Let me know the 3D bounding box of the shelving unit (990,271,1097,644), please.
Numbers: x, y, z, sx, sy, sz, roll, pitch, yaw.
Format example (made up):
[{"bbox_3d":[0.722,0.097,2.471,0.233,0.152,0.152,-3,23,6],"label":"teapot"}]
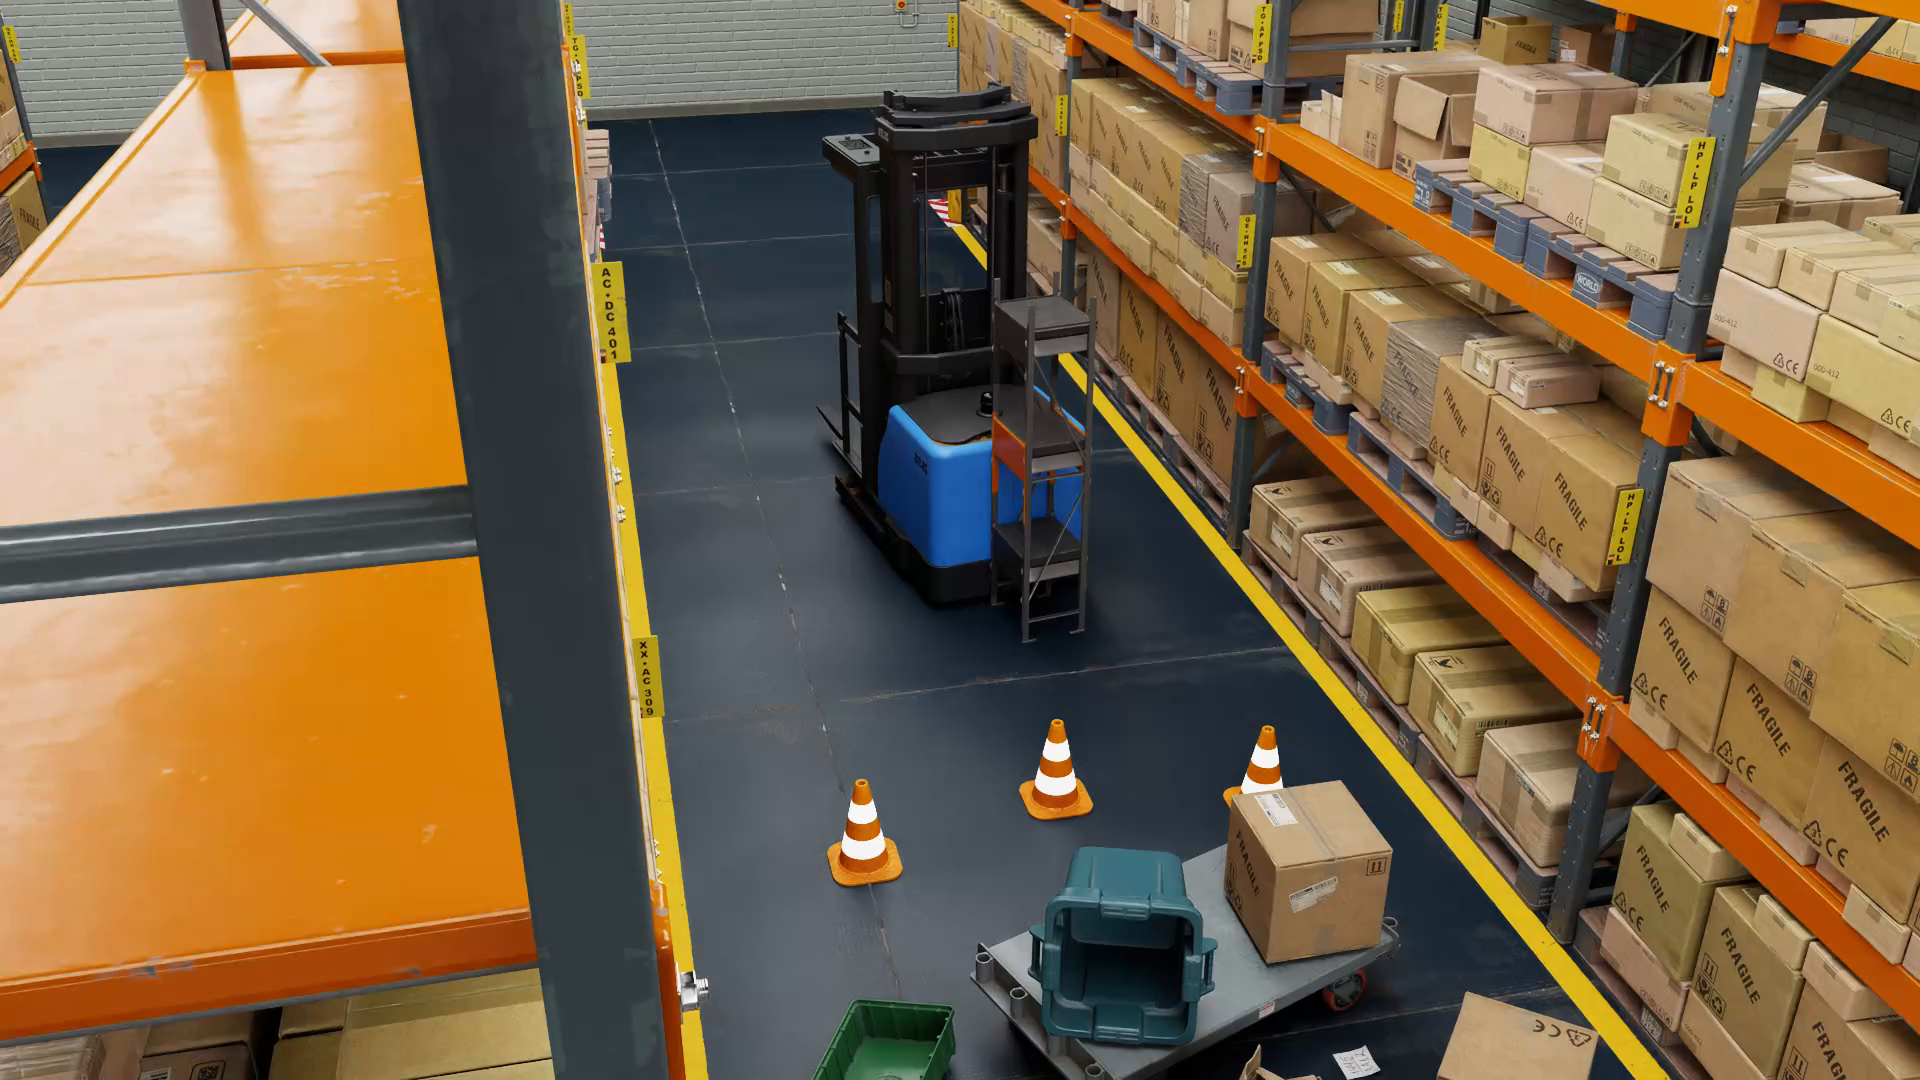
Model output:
[{"bbox_3d":[0.468,-0.458,9.675,0.431,2.100,0.503,-10,28,-19],"label":"shelving unit"}]

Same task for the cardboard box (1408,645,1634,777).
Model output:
[{"bbox_3d":[2.885,0.850,8.533,0.950,0.372,0.625,-4,27,-8],"label":"cardboard box"}]

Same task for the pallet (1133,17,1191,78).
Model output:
[{"bbox_3d":[1.818,-3.369,11.322,1.003,0.211,1.213,-5,27,-9],"label":"pallet"}]

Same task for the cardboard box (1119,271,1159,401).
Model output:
[{"bbox_3d":[1.797,-1.681,12.990,0.875,0.875,0.875,-5,27,-10],"label":"cardboard box"}]

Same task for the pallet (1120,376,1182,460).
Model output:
[{"bbox_3d":[1.894,-0.989,12.822,1.003,0.211,1.213,-6,27,-12],"label":"pallet"}]

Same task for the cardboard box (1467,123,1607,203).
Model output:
[{"bbox_3d":[2.676,-1.738,7.582,0.500,0.250,0.500,-6,27,-11],"label":"cardboard box"}]

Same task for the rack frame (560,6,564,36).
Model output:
[{"bbox_3d":[-2.530,-3.477,7.999,1.000,3.000,0.127,-6,27,-12],"label":"rack frame"}]

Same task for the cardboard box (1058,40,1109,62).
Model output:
[{"bbox_3d":[1.035,-4.112,13.974,0.380,0.149,0.250,-5,27,-10],"label":"cardboard box"}]

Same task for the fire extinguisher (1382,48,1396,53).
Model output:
[{"bbox_3d":[4.819,-5.180,18.531,0.296,0.674,0.183,-6,27,-12],"label":"fire extinguisher"}]

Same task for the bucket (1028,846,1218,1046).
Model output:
[{"bbox_3d":[0.648,1.565,6.612,0.726,0.611,0.620,3,17,6],"label":"bucket"}]

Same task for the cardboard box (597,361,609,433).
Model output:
[{"bbox_3d":[-1.006,-0.285,3.820,0.380,0.149,0.250,-6,27,-11],"label":"cardboard box"}]

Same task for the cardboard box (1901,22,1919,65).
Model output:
[{"bbox_3d":[6.753,-3.324,11.192,0.500,0.250,0.500,-7,28,-13],"label":"cardboard box"}]

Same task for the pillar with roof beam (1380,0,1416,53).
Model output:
[{"bbox_3d":[1.378,-8.880,18.703,9.100,9.000,0.400,-6,27,-12],"label":"pillar with roof beam"}]

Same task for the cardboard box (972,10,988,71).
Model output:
[{"bbox_3d":[0.421,-4.883,16.222,0.500,0.500,0.500,-7,28,-13],"label":"cardboard box"}]

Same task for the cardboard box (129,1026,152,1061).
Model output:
[{"bbox_3d":[-1.246,0.562,2.141,0.380,0.149,0.250,-5,27,-11],"label":"cardboard box"}]

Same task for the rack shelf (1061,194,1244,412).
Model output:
[{"bbox_3d":[1.819,-1.903,12.336,1.077,0.370,4.000,-6,27,-12],"label":"rack shelf"}]

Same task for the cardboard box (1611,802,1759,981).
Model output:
[{"bbox_3d":[3.041,1.402,6.744,0.500,0.500,0.500,-5,27,-9],"label":"cardboard box"}]

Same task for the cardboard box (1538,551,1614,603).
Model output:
[{"bbox_3d":[2.787,0.137,7.309,0.380,0.149,0.250,-6,27,-11],"label":"cardboard box"}]

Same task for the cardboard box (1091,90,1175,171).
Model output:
[{"bbox_3d":[1.329,-3.150,12.788,0.500,0.500,0.500,-6,27,-12],"label":"cardboard box"}]

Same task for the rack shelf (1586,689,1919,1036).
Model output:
[{"bbox_3d":[3.622,1.609,5.378,1.077,0.370,4.000,-6,27,-12],"label":"rack shelf"}]

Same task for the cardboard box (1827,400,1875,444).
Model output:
[{"bbox_3d":[3.171,-0.437,5.583,0.380,0.149,0.250,-6,27,-12],"label":"cardboard box"}]

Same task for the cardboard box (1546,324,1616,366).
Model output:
[{"bbox_3d":[3.065,-0.953,8.029,0.380,0.149,0.250,-4,27,-9],"label":"cardboard box"}]

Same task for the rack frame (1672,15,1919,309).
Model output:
[{"bbox_3d":[3.171,-2.268,5.603,1.000,3.000,0.127,-6,27,-12],"label":"rack frame"}]

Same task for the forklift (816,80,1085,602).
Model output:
[{"bbox_3d":[-0.227,-1.570,10.953,1.130,2.935,3.031,-10,28,-19],"label":"forklift"}]

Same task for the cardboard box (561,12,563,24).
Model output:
[{"bbox_3d":[-2.637,-2.898,10.070,0.500,0.500,0.500,-6,27,-12],"label":"cardboard box"}]

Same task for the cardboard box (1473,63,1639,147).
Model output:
[{"bbox_3d":[2.665,-1.960,7.467,0.500,0.250,0.500,-6,27,-11],"label":"cardboard box"}]

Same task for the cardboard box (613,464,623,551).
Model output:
[{"bbox_3d":[-1.824,-0.010,7.676,0.500,0.500,0.500,-6,27,-11],"label":"cardboard box"}]

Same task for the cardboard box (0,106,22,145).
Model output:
[{"bbox_3d":[-8.820,-3.732,14.997,0.500,0.250,0.500,-6,27,-12],"label":"cardboard box"}]

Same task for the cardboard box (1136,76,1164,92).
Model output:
[{"bbox_3d":[1.714,-3.422,13.327,0.500,0.500,0.500,-5,27,-10],"label":"cardboard box"}]

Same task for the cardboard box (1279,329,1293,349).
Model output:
[{"bbox_3d":[2.162,-1.260,10.076,0.380,0.149,0.250,-8,28,-15],"label":"cardboard box"}]

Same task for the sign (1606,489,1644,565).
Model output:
[{"bbox_3d":[2.631,-0.049,6.580,0.100,0.325,0.005,-6,27,-12],"label":"sign"}]

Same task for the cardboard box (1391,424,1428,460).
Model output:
[{"bbox_3d":[2.479,-0.545,8.661,0.380,0.149,0.250,-5,27,-10],"label":"cardboard box"}]

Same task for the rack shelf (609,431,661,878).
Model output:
[{"bbox_3d":[-2.079,0.400,7.773,1.077,0.370,4.000,-6,27,-12],"label":"rack shelf"}]

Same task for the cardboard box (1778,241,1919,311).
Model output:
[{"bbox_3d":[3.011,-0.890,5.596,0.380,0.149,0.250,-5,27,-10],"label":"cardboard box"}]

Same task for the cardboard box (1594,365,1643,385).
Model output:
[{"bbox_3d":[3.134,-0.628,8.105,0.500,0.500,0.500,-6,27,-12],"label":"cardboard box"}]

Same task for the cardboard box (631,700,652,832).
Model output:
[{"bbox_3d":[-0.662,0.386,2.491,0.380,0.149,0.250,-6,27,-11],"label":"cardboard box"}]

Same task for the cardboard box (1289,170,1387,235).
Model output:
[{"bbox_3d":[2.397,-2.078,10.665,0.500,0.500,0.500,-7,28,-13],"label":"cardboard box"}]

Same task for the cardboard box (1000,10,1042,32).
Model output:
[{"bbox_3d":[0.586,-4.770,15.277,0.380,0.149,0.250,-7,28,-13],"label":"cardboard box"}]

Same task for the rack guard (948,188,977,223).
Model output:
[{"bbox_3d":[0.462,-3.753,17.976,1.175,0.500,0.348,-6,27,-12],"label":"rack guard"}]

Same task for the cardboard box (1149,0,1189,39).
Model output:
[{"bbox_3d":[1.590,-3.661,11.116,0.500,0.500,0.500,-6,27,-11],"label":"cardboard box"}]

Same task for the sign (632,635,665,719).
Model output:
[{"bbox_3d":[-1.088,0.478,5.771,0.100,0.325,0.005,-6,27,-12],"label":"sign"}]

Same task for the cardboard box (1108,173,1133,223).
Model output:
[{"bbox_3d":[1.426,-2.586,12.503,0.500,0.250,0.500,-6,27,-11],"label":"cardboard box"}]

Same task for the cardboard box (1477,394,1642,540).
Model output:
[{"bbox_3d":[2.731,-0.352,7.558,0.500,0.500,0.500,-6,27,-11],"label":"cardboard box"}]

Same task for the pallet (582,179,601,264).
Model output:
[{"bbox_3d":[-2.078,-1.286,7.196,1.003,0.211,1.213,-5,27,-9],"label":"pallet"}]

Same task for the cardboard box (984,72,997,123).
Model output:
[{"bbox_3d":[0.534,-4.218,16.014,0.500,0.500,0.500,-6,27,-12],"label":"cardboard box"}]

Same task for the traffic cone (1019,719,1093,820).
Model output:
[{"bbox_3d":[0.488,1.115,8.375,0.336,0.463,0.334,-6,27,-12],"label":"traffic cone"}]

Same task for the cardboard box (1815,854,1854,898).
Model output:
[{"bbox_3d":[3.239,1.138,5.791,0.380,0.149,0.250,-6,27,-12],"label":"cardboard box"}]

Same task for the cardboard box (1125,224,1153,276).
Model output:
[{"bbox_3d":[1.532,-2.141,12.176,0.500,0.250,0.500,-6,27,-12],"label":"cardboard box"}]

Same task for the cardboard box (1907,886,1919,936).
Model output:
[{"bbox_3d":[3.369,1.114,5.120,0.500,0.500,0.500,-6,27,-11],"label":"cardboard box"}]

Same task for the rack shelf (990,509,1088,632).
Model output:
[{"bbox_3d":[0.468,0.179,9.996,0.431,0.518,0.480,-10,28,-19],"label":"rack shelf"}]

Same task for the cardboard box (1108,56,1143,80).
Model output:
[{"bbox_3d":[1.497,-3.827,14.128,0.500,0.500,0.500,-6,27,-11],"label":"cardboard box"}]

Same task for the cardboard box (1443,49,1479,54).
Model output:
[{"bbox_3d":[5.256,-4.982,17.474,0.500,0.250,0.500,-6,27,-11],"label":"cardboard box"}]
